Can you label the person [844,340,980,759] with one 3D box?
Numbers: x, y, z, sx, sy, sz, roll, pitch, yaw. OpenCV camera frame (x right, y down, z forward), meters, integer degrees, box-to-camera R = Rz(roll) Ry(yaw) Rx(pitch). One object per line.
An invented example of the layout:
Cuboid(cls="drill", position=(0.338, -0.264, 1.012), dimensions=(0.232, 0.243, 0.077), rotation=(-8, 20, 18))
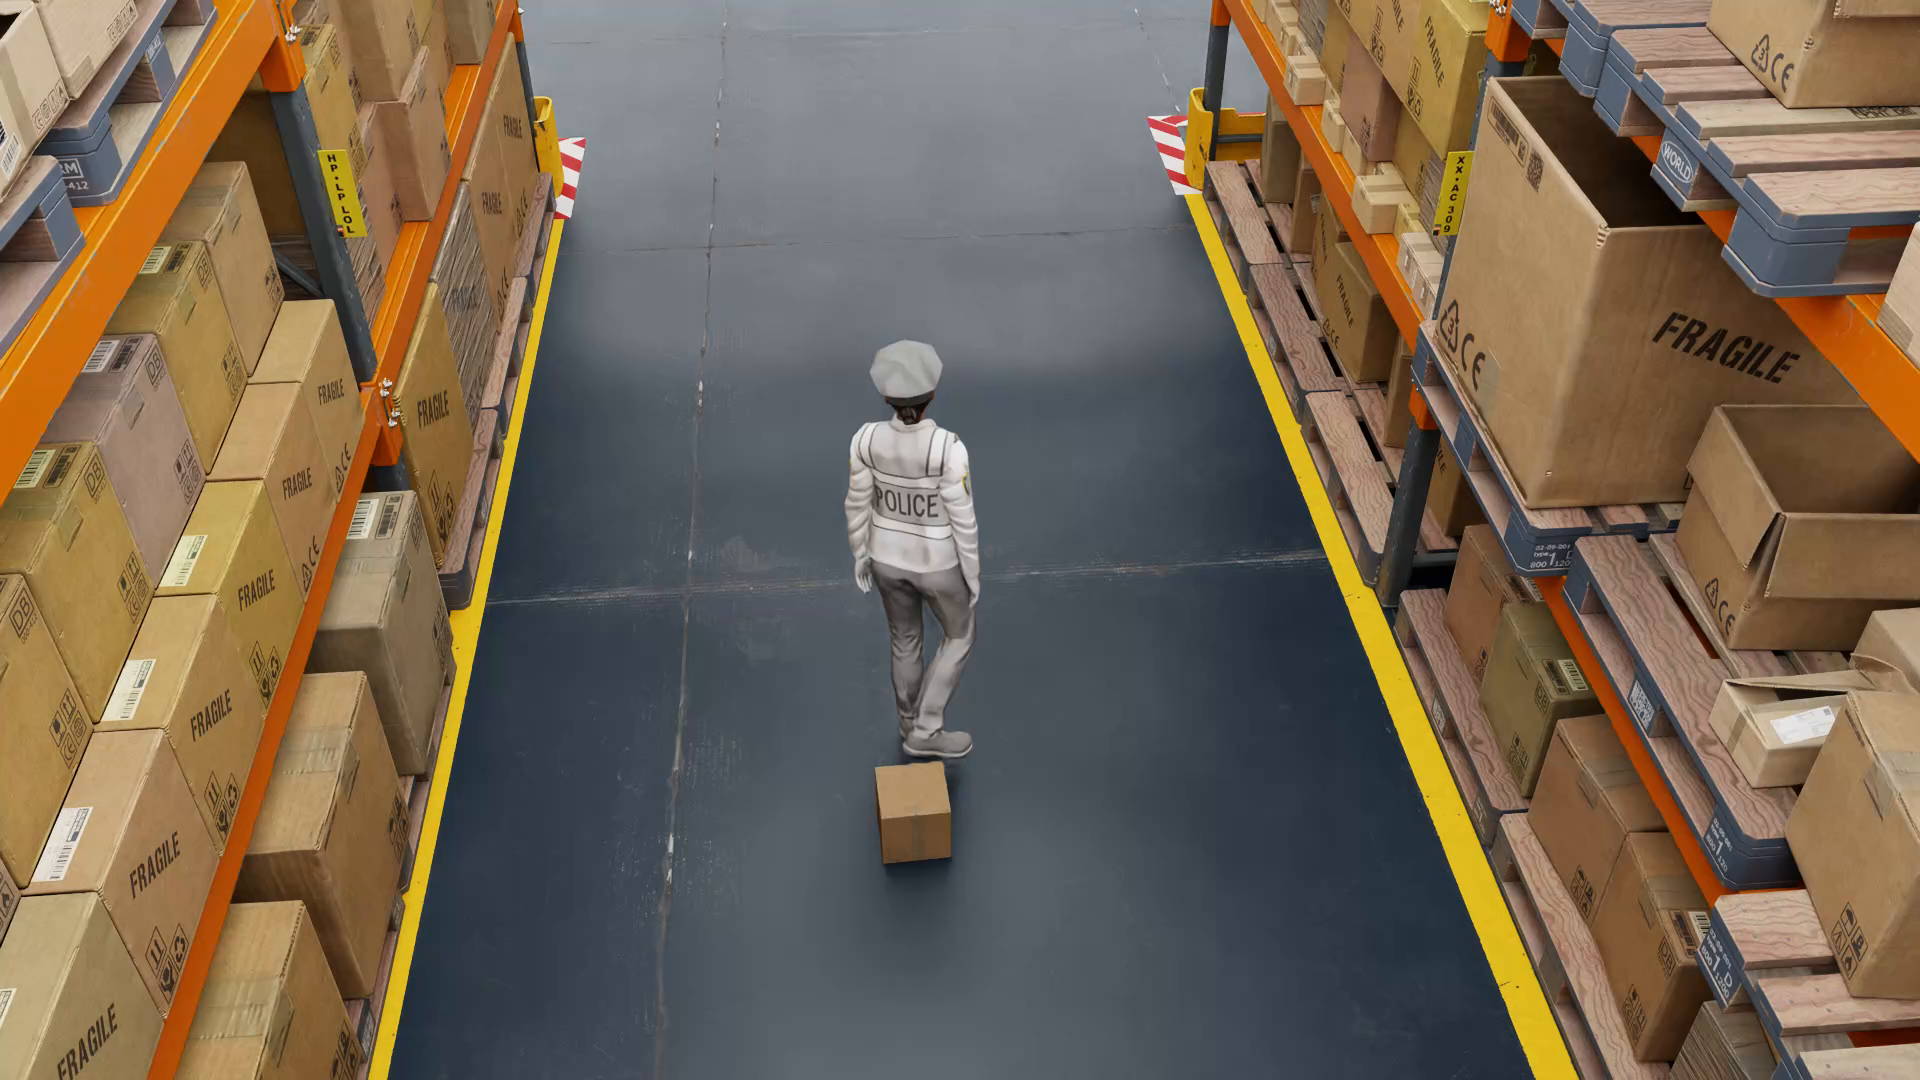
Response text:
Cuboid(cls="person", position=(-0.176, 0.113, 6.003), dimensions=(0.533, 1.669, 0.530), rotation=(13, 41, 15))
